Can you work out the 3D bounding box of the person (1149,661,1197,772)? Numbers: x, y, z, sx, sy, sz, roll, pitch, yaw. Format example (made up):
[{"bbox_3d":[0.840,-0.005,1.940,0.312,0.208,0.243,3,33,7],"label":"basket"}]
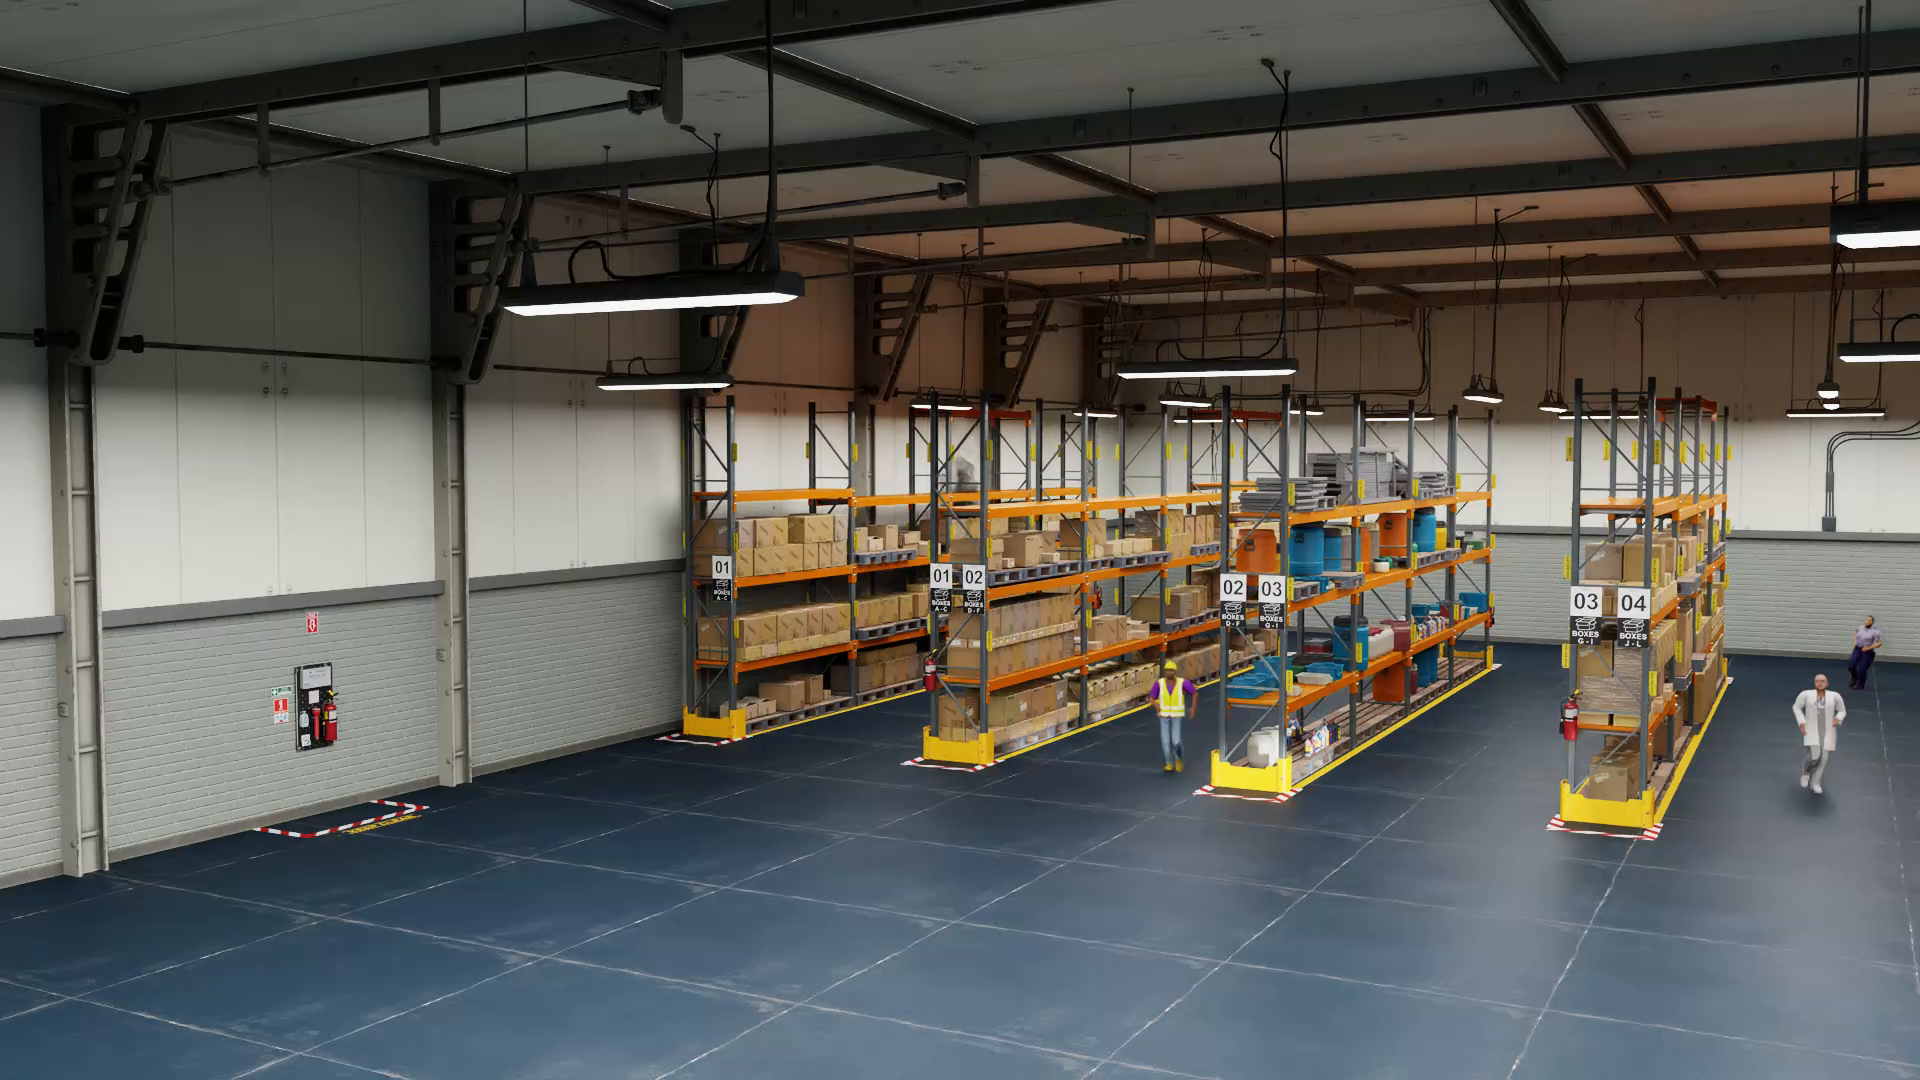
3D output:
[{"bbox_3d":[3.303,2.765,25.916,0.738,1.748,0.643,1,3,15],"label":"person"}]

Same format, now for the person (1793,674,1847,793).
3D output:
[{"bbox_3d":[12.629,2.847,24.403,0.692,1.744,0.650,1,3,19],"label":"person"}]

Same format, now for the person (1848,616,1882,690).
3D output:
[{"bbox_3d":[18.971,2.380,34.893,0.515,1.602,0.677,-2,4,-39],"label":"person"}]
